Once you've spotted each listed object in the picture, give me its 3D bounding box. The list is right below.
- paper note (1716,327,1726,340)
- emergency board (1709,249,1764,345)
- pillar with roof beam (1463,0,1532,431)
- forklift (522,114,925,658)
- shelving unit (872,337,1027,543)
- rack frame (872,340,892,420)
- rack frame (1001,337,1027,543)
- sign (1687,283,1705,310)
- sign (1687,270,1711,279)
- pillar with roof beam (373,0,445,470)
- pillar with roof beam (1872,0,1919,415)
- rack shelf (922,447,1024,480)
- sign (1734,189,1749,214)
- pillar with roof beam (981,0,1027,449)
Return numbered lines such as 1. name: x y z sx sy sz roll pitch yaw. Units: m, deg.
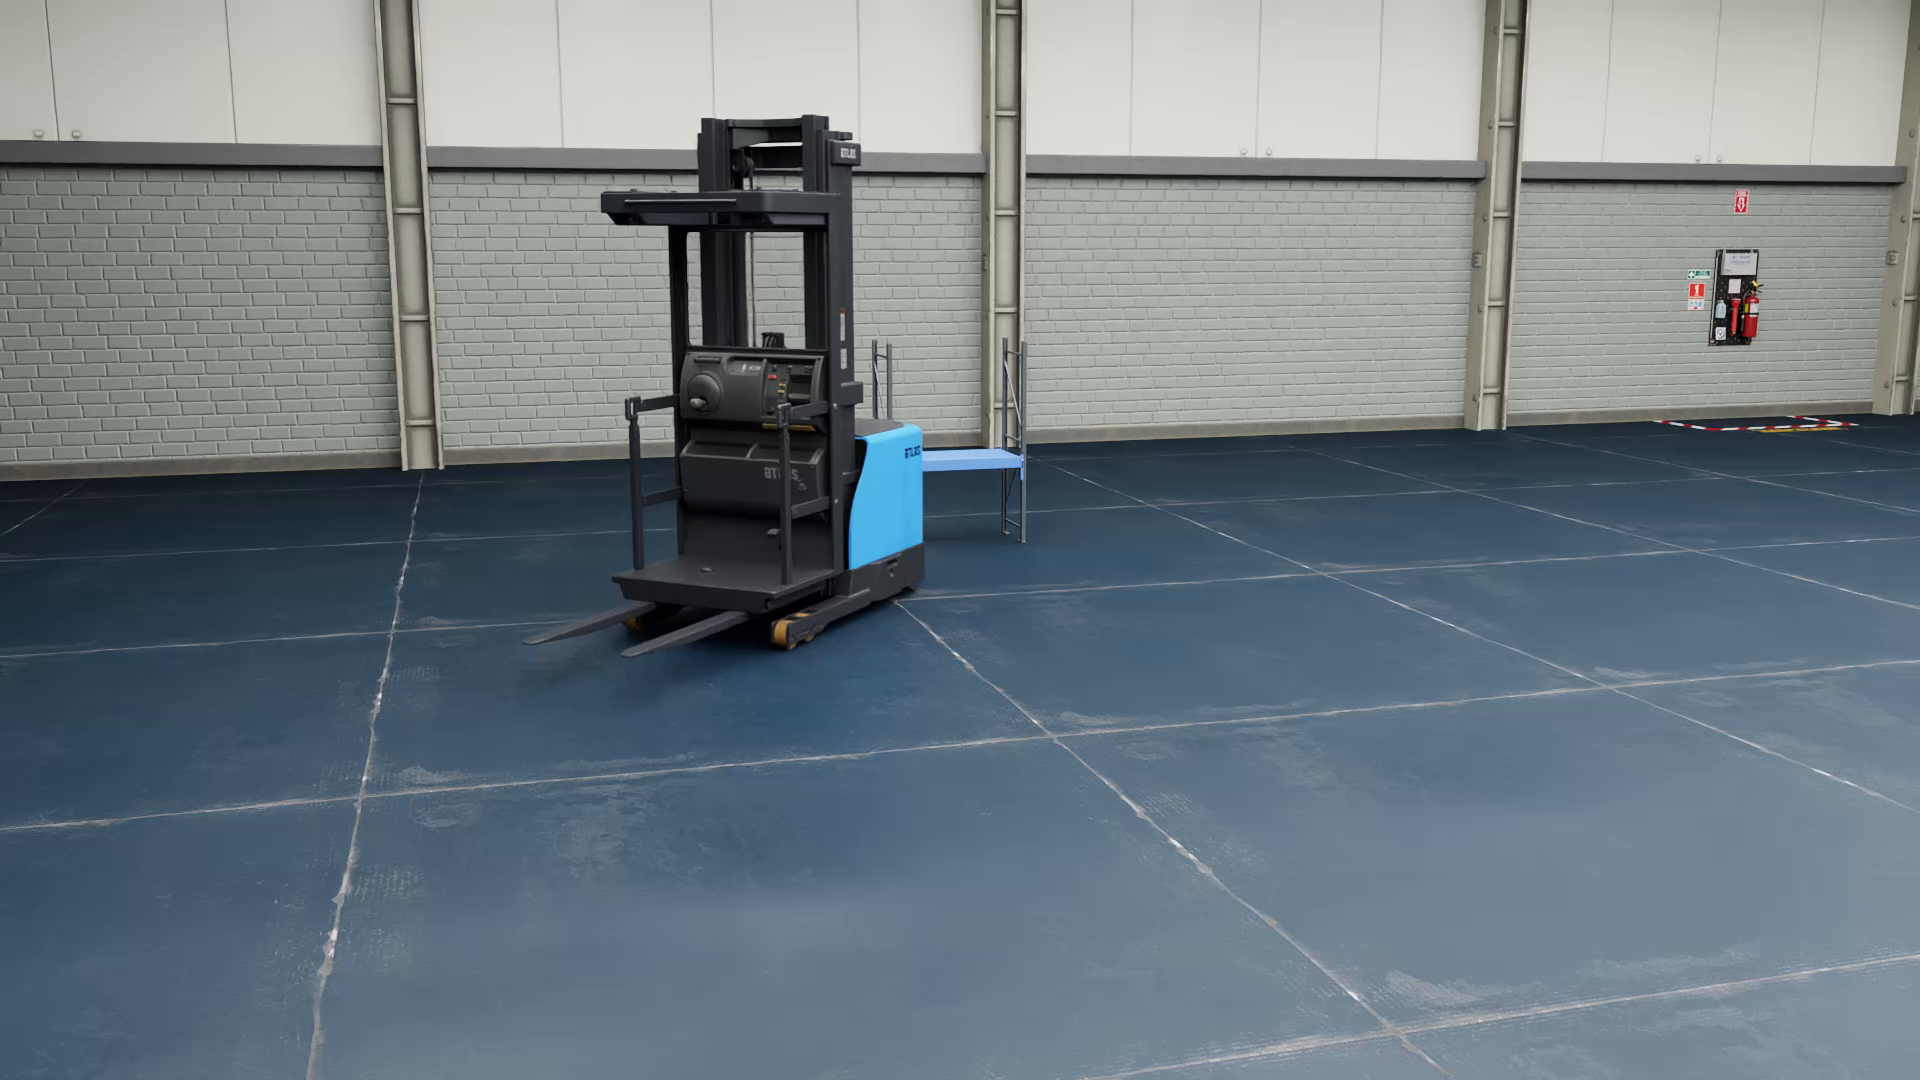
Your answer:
1. paper note: 9.409 -2.553 20.560 0.142 0.148 0.016 -3 11 -16
2. emergency board: 9.598 -2.983 20.464 0.643 1.169 0.194 -3 11 -16
3. pillar with roof beam: 7.424 -5.000 14.849 0.400 9.000 9.100 -3 11 -16
4. forklift: -1.300 -0.923 9.462 1.130 2.935 3.031 5 11 24
5. shelving unit: -0.082 -0.733 12.387 1.048 1.500 0.538 -3 11 -16
6. rack frame: -0.570 -0.708 12.247 0.032 1.500 0.500 -3 11 -16
7. rack frame: 0.406 -0.759 12.527 0.032 1.500 0.500 -3 11 -16
8. sign: 9.038 -2.990 20.406 0.234 0.329 0.001 -3 11 -16
9. sign: 9.045 -3.250 20.351 0.331 0.109 0.001 -3 11 -16
10. pillar with roof beam: -4.098 -4.392 11.551 0.400 9.000 9.100 -3 11 -16
11. pillar with roof beam: 13.185 -5.303 16.499 0.400 9.000 9.100 -3 11 -16
12. rack shelf: -0.082 -0.556 12.420 1.000 0.185 0.538 -3 11 -16
13. sign: 9.562 -4.140 20.346 0.199 0.298 0.001 -3 11 -16
14. pillar with roof beam: 1.663 -4.696 13.200 0.400 9.000 9.100 -3 11 -16
